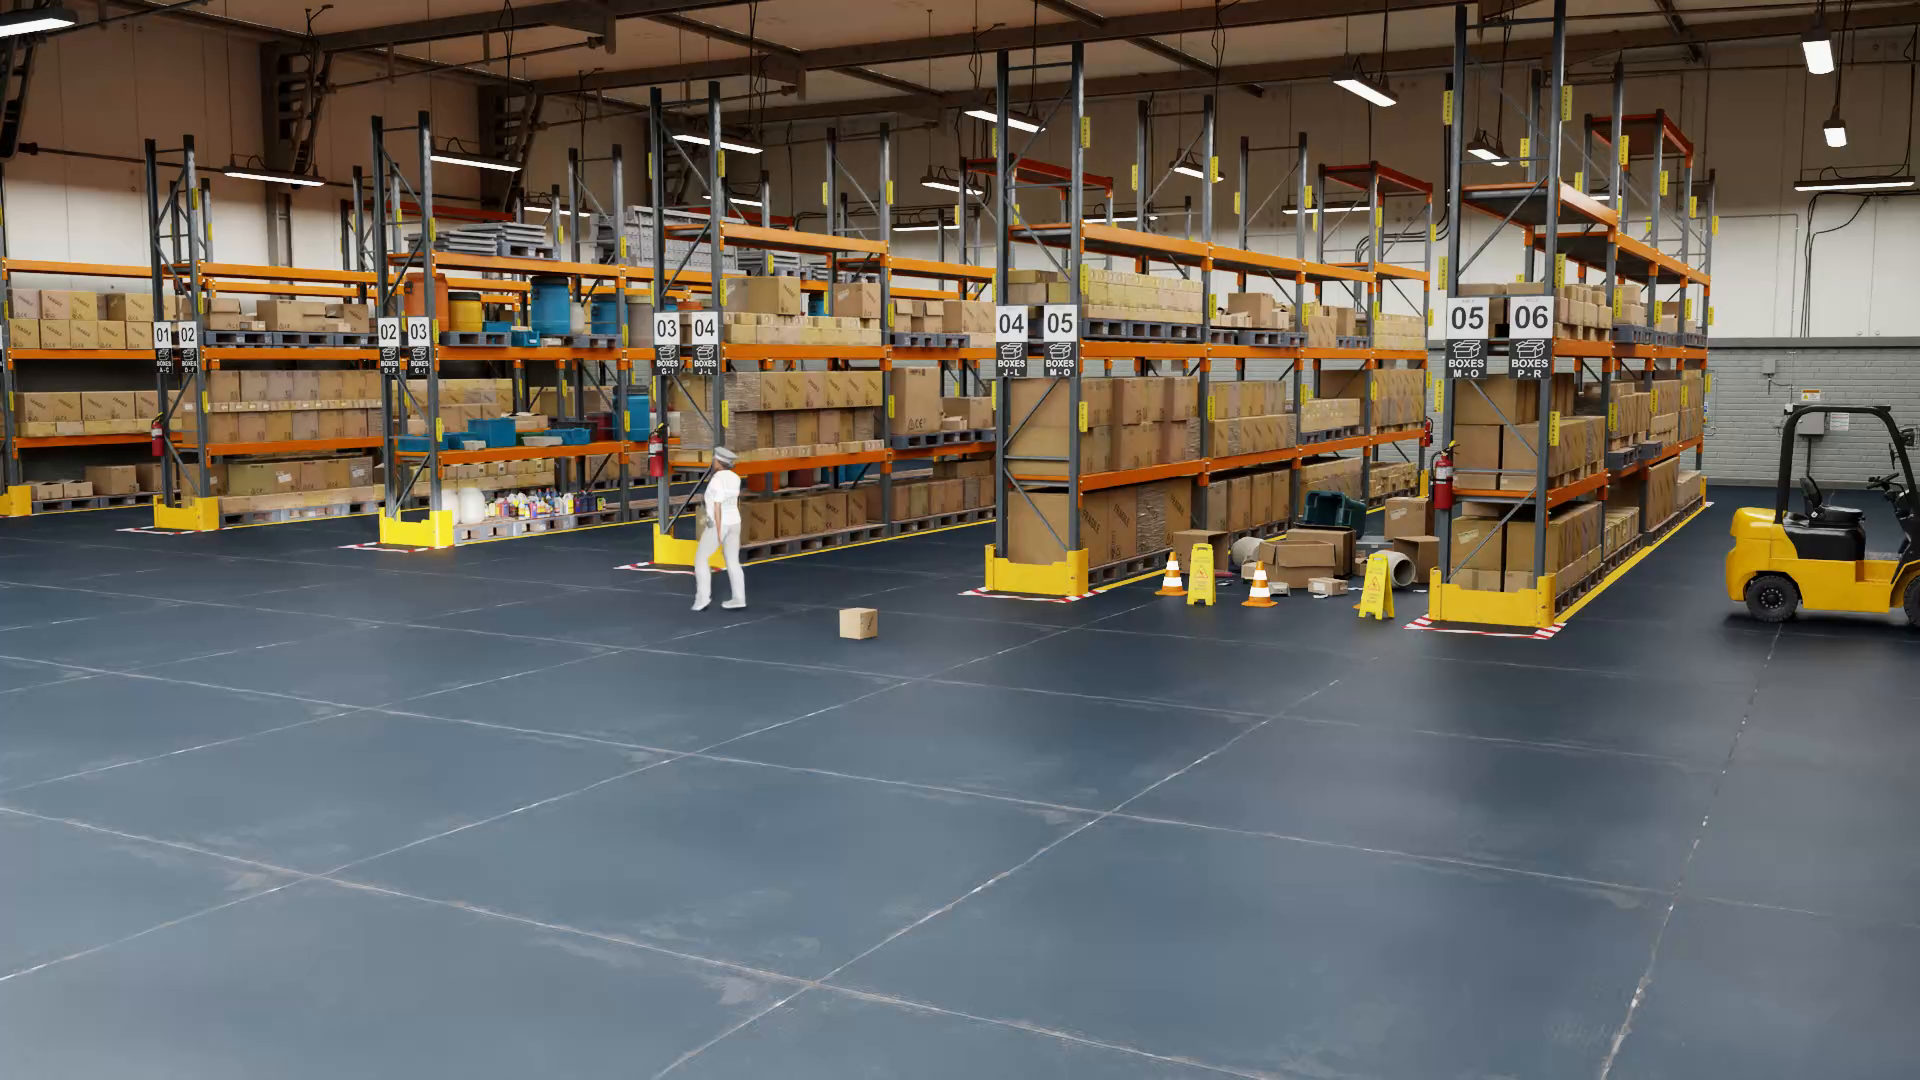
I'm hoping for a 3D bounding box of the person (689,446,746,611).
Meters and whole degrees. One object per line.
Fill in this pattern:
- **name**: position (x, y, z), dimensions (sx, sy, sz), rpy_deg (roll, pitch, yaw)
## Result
- **person**: position (-2.493, -0.096, 17.300), dimensions (0.593, 1.759, 0.446), rpy_deg (4, 7, 32)
